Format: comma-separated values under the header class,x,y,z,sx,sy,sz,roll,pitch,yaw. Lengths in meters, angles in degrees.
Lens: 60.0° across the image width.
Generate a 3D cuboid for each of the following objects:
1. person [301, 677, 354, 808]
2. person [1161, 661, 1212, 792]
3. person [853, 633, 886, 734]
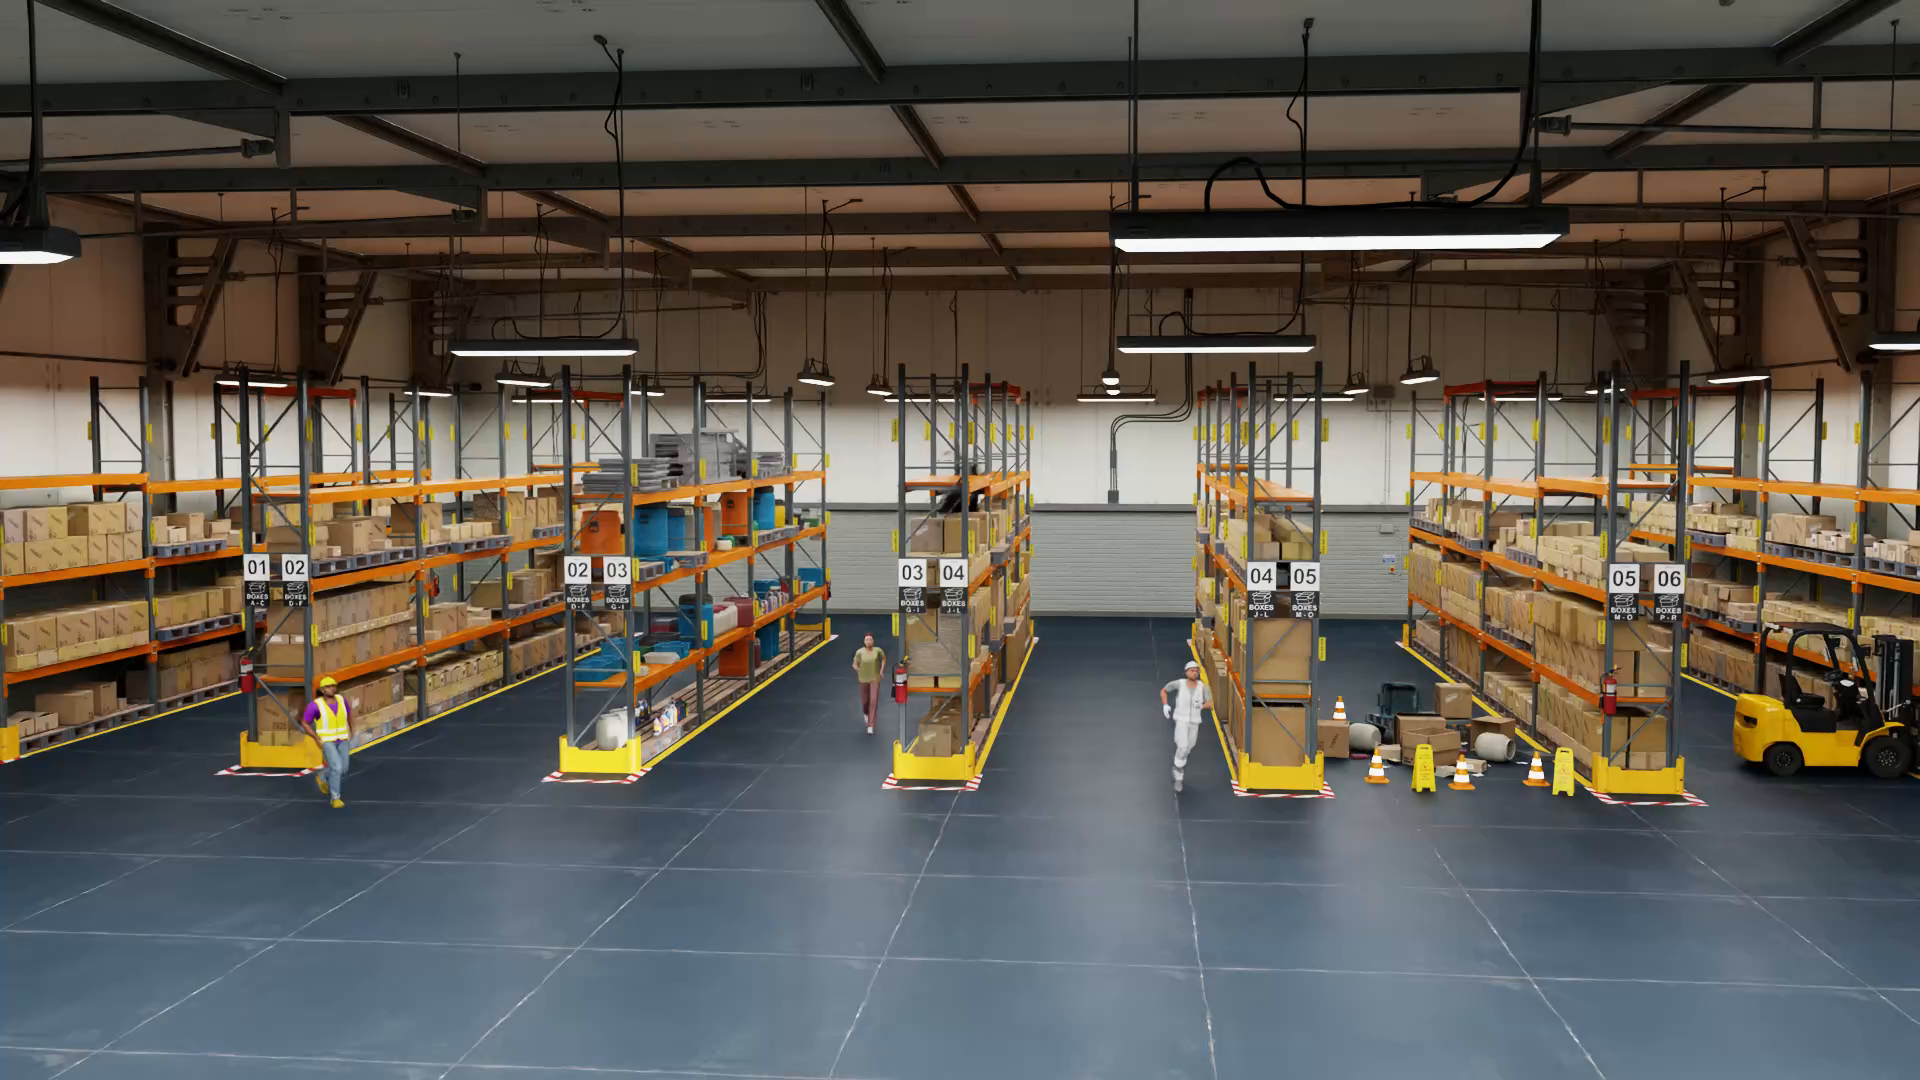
class,x,y,z,sx,sy,sz,roll,pitch,yaw
person,-8.489,2.706,22.409,0.669,1.744,0.693,3,5,39
person,3.224,2.612,23.570,0.672,1.817,0.742,-1,4,-13
person,-1.523,2.374,28.002,0.562,1.656,0.926,0,4,-2
